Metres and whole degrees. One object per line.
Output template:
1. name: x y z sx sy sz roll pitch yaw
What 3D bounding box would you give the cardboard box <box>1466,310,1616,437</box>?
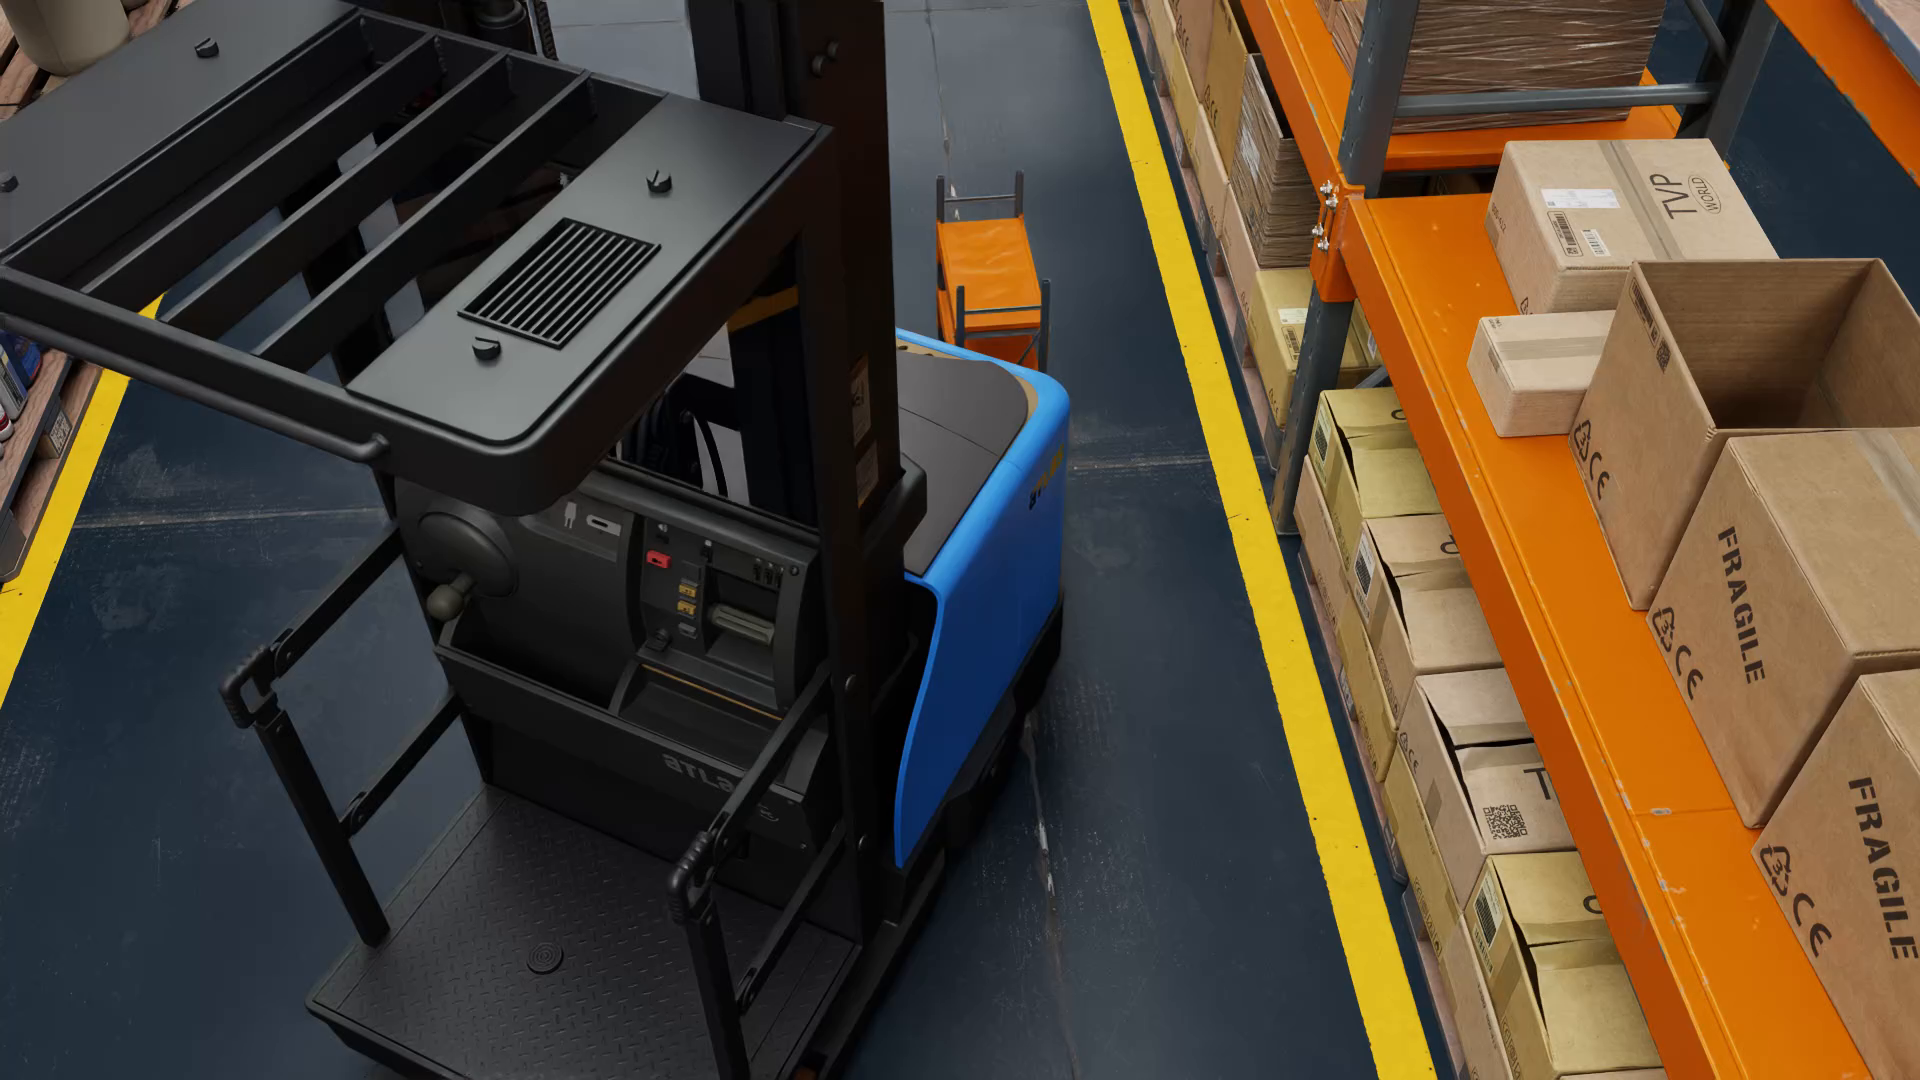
1. cardboard box: 1.366 -0.374 3.712 0.380 0.149 0.250 -3 47 -3

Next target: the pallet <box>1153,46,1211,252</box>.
1. pallet: 1.365 -1.618 6.637 1.003 0.211 1.213 -3 47 -3

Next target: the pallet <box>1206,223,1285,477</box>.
1. pallet: 1.470 -0.733 5.799 1.003 0.211 1.213 -3 47 -3

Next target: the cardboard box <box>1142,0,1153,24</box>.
1. cardboard box: 1.029 -2.444 7.103 0.500 0.250 0.500 -3 47 -3

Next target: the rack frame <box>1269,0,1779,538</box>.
1. rack frame: 1.495 -1.114 4.239 1.000 3.000 0.127 -3 47 -3

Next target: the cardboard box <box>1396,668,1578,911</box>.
1. cardboard box: 1.363 0.545 3.886 0.500 0.311 0.500 -5 47 -5

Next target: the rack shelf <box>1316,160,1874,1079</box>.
1. rack shelf: 1.663 0.580 3.130 1.077 0.370 4.000 -3 47 -3

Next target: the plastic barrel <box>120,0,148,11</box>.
1. plastic barrel: -3.645 -2.527 7.002 0.421 0.512 0.421 0 47 0

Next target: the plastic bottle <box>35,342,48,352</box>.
1. plastic bottle: -3.111 -0.802 5.465 0.144 0.351 0.185 -5 47 -5

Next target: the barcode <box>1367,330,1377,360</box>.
1. barcode: 1.102 -0.526 4.440 0.001 0.075 0.075 -3 47 -3

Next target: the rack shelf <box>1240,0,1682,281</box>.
1. rack shelf: 1.328 -2.314 5.871 1.077 0.370 4.000 -3 47 -3

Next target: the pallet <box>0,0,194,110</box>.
1. pallet: -3.660 -2.111 7.104 1.003 0.211 1.213 -3 47 -3

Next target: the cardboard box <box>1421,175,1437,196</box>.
1. cardboard box: 1.719 -1.287 5.491 0.500 0.500 0.500 -3 47 -3

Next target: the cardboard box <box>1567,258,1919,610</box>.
1. cardboard box: 1.587 -0.211 3.315 0.500 0.500 0.500 0 47 0

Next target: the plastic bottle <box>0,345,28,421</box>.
1. plastic bottle: -3.085 -0.520 5.249 0.152 0.276 0.135 -2 47 -2

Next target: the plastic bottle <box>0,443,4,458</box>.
1. plastic bottle: -3.040 -0.336 5.126 0.097 0.201 0.097 0 47 0

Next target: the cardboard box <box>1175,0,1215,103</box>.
1. cardboard box: 1.106 -1.978 6.146 0.500 0.500 0.500 -3 47 -3

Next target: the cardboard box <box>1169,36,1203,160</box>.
1. cardboard box: 1.107 -1.720 6.418 0.500 0.250 0.500 -3 47 -3

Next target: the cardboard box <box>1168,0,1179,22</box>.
1. cardboard box: 1.082 -2.341 6.489 0.500 0.500 0.500 -3 47 -3

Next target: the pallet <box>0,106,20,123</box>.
1. pallet: -3.561 -1.230 6.270 1.003 0.211 1.213 -3 47 -3

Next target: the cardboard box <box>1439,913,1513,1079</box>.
1. cardboard box: 1.411 1.106 3.741 0.500 0.250 0.500 -3 47 -3

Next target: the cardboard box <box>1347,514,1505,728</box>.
1. cardboard box: 1.318 0.171 4.241 0.500 0.311 0.500 -4 47 -4

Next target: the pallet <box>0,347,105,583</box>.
1. pallet: -3.456 -0.345 5.432 1.003 0.211 1.213 -3 47 -3

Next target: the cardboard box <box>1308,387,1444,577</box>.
1. cardboard box: 1.281 -0.192 4.584 0.500 0.311 0.500 -3 47 -3

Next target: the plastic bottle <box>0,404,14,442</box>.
1. plastic bottle: -3.048 -0.409 5.196 0.097 0.201 0.097 0 47 0

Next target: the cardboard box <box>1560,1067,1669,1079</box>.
1. cardboard box: 1.451 1.283 3.187 0.500 0.311 0.500 -4 47 -4

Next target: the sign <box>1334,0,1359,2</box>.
1. sign: 0.942 -1.404 3.863 0.100 0.325 0.005 -3 47 -3

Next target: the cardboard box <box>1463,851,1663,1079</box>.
1. cardboard box: 1.411 0.920 3.531 0.500 0.311 0.500 -2 47 -2

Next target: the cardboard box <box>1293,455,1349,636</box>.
1. cardboard box: 1.282 -0.006 4.795 0.500 0.250 0.500 -5 47 -4

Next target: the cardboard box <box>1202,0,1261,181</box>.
1. cardboard box: 1.163 -1.617 5.804 0.500 0.500 0.500 -3 47 -3

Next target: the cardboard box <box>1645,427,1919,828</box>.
1. cardboard box: 1.629 0.152 2.972 0.500 0.500 0.500 -3 47 -3

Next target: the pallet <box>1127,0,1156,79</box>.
1. pallet: 1.266 -2.499 7.471 1.003 0.211 1.213 -3 47 -3

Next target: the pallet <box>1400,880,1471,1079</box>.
1. pallet: 1.701 1.260 3.911 1.003 0.211 1.213 -3 47 -3

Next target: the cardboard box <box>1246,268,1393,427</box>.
1. cardboard box: 1.239 -0.635 5.390 0.500 0.250 0.500 -3 47 -3

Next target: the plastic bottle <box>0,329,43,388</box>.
1. plastic bottle: -3.095 -0.666 5.336 0.144 0.351 0.185 -2 47 -2

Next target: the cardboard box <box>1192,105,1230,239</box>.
1. cardboard box: 1.150 -1.359 6.075 0.500 0.250 0.500 -3 47 -3

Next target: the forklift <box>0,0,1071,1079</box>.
1. forklift: -0.800 0.146 3.093 1.130 2.935 3.031 19 49 17

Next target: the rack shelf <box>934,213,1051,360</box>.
1. rack shelf: 0.082 -0.682 4.528 0.258 0.148 0.480 -5 47 -5

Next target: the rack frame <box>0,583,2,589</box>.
1. rack frame: -3.441 -0.816 3.957 1.000 3.000 0.127 -3 47 -3

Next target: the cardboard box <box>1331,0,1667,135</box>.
1. cardboard box: 1.452 -1.469 4.507 0.700 0.500 0.500 -5 47 -4

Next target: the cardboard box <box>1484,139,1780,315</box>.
1. cardboard box: 1.580 -0.709 3.959 0.500 0.250 0.500 -1 47 -1

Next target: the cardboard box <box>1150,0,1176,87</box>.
1. cardboard box: 1.070 -2.082 6.761 0.500 0.250 0.500 -3 47 -3

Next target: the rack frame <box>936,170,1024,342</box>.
1. rack frame: 0.054 -0.588 4.980 0.240 1.200 0.015 -5 47 -5

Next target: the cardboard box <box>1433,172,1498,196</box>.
1. cardboard box: 1.768 -0.926 5.149 0.500 0.500 0.500 -3 47 -3

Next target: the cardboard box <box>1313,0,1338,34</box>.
1. cardboard box: 1.401 -1.850 4.868 0.700 0.500 0.500 -4 47 -4

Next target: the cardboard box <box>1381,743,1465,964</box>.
1. cardboard box: 1.370 0.738 4.089 0.500 0.250 0.500 -5 47 -5

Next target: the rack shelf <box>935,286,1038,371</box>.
1. rack shelf: 0.082 -0.520 4.700 0.258 0.148 0.480 -5 47 -5

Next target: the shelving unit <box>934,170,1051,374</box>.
1. shelving unit: 0.082 -0.412 4.814 0.258 1.200 0.503 -5 47 -5

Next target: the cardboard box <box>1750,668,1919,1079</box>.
1. cardboard box: 1.673 0.532 2.611 0.500 0.500 0.500 -6 47 -5

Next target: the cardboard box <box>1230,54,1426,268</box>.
1. cardboard box: 1.208 -1.256 5.461 0.500 0.500 0.500 -3 47 -3

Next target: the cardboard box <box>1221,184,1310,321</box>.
1. cardboard box: 1.206 -0.998 5.734 0.500 0.250 0.500 -3 47 -3

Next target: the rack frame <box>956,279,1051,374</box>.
1. rack frame: 0.111 -0.236 4.647 0.240 1.200 0.015 -5 47 -5

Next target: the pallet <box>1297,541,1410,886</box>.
1. pallet: 1.596 0.375 4.749 1.003 0.211 1.213 -3 47 -3

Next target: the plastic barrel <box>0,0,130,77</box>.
1. plastic barrel: -3.603 -2.165 6.658 0.421 0.512 0.421 0 47 0

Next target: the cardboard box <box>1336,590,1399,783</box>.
1. cardboard box: 1.323 0.364 4.444 0.500 0.250 0.500 -2 47 -2
